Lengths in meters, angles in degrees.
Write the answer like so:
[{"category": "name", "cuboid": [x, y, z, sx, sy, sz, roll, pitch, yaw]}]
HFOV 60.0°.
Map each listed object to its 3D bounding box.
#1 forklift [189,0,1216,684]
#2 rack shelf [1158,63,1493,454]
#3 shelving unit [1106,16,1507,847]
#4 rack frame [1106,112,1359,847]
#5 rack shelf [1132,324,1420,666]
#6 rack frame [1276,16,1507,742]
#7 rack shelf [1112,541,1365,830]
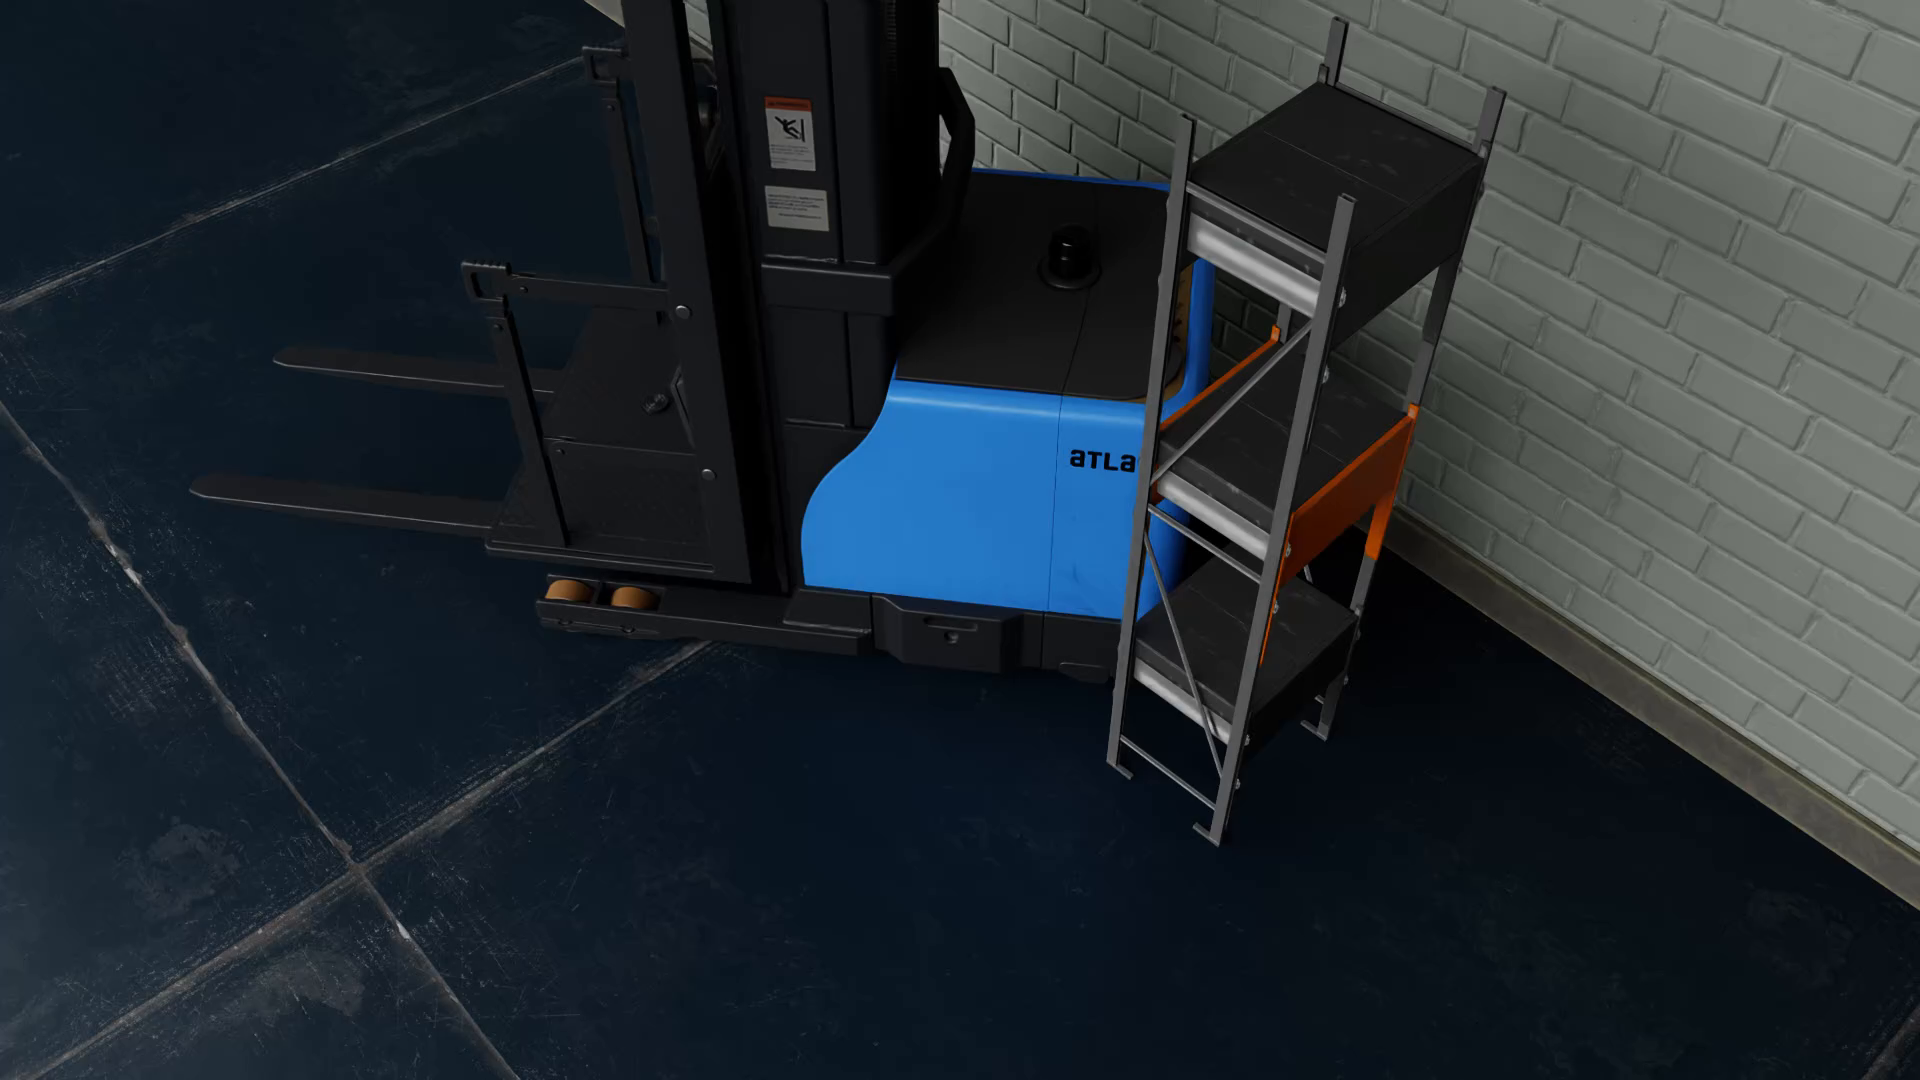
[{"category": "forklift", "cuboid": [-0.814, -1.075, 4.248, 3.031, 2.935, 1.130, 6, 48, 6]}, {"category": "rack shelf", "cuboid": [0.730, -0.583, 3.425, 0.431, 0.518, 0.480, 36, 57, 28]}, {"category": "shelving unit", "cuboid": [0.730, -0.118, 3.930, 0.431, 2.100, 0.503, 36, 57, 28]}, {"category": "rack frame", "cuboid": [0.559, 0.011, 3.812, 0.400, 2.100, 0.015, 36, 57, 28]}, {"category": "rack shelf", "cuboid": [0.730, -0.108, 3.940, 0.431, 0.518, 0.480, 36, 57, 28]}, {"category": "rack frame", "cuboid": [0.901, -0.246, 4.048, 0.400, 2.100, 0.015, 36, 57, 28]}, {"category": "rack shelf", "cuboid": [0.730, 0.366, 4.454, 0.431, 0.518, 0.480, 36, 57, 28]}]
